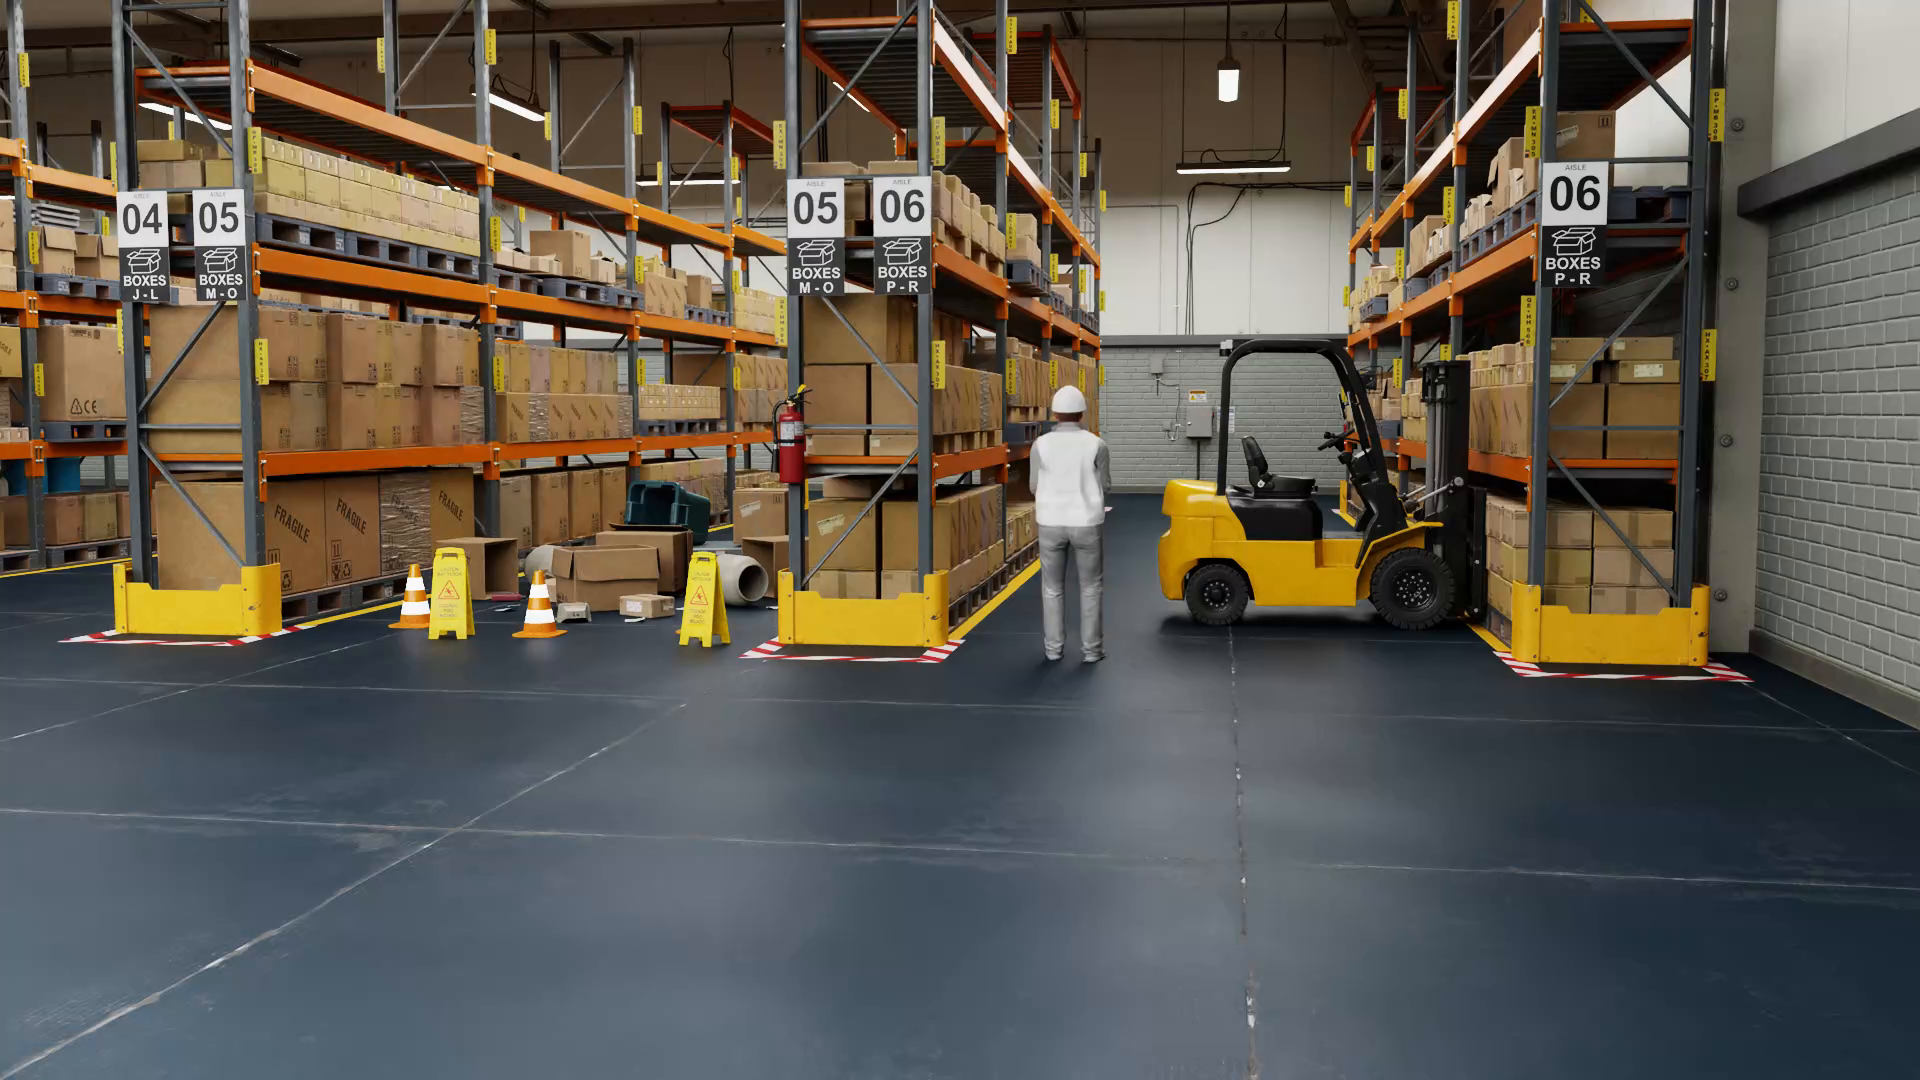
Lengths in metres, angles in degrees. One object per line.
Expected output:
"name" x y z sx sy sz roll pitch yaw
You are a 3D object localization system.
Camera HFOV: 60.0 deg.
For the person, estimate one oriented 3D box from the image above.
"person" 0.718 -0.110 10.841 0.532 1.779 0.522 1 4 8
